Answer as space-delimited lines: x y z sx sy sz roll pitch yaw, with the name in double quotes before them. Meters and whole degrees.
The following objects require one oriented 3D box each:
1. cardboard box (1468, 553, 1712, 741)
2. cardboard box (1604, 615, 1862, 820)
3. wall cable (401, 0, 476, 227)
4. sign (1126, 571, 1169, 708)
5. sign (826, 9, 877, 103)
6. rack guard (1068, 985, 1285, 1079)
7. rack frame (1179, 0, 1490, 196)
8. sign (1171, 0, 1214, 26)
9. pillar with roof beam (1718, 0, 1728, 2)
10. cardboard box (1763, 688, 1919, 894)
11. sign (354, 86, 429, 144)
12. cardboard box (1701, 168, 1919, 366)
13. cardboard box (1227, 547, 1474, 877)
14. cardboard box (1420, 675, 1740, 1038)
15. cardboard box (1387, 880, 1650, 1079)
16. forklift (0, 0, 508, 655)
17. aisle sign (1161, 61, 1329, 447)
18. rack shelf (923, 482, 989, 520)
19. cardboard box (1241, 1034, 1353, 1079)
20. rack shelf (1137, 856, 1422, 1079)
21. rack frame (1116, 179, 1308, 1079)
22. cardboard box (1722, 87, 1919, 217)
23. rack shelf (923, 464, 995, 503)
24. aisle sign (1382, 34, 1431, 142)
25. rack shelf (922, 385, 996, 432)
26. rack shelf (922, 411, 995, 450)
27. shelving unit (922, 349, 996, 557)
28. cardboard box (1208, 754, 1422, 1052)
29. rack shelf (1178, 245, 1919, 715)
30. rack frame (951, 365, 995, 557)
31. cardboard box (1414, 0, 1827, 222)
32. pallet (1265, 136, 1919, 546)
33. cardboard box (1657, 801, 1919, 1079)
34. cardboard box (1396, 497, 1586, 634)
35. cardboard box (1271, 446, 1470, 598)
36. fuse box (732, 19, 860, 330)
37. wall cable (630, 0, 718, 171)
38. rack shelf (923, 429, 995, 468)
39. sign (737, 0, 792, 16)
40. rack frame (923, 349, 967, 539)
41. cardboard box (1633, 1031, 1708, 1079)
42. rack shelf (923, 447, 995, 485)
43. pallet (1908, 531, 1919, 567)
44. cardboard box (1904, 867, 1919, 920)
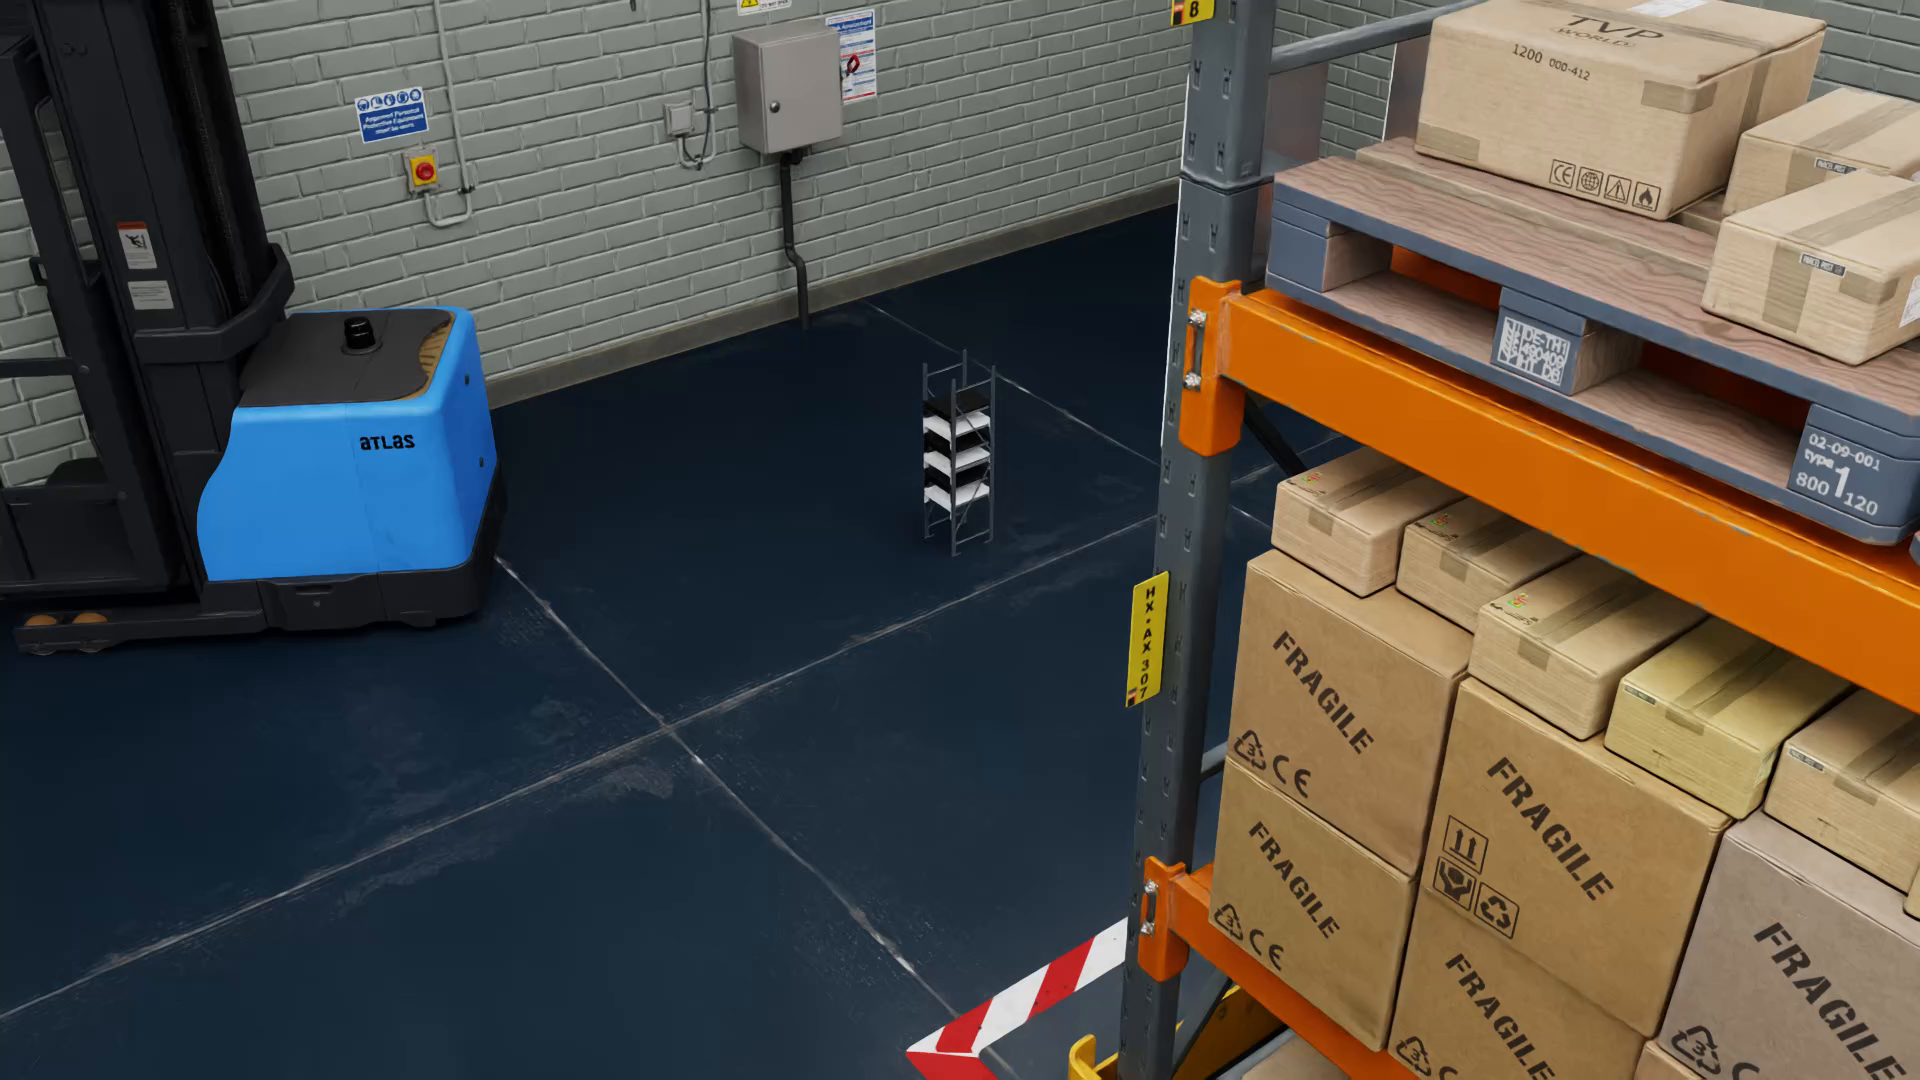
"cardboard box" 1.138 0.172 2.972 0.380 0.149 0.250 -21 38 -30
"cardboard box" 1.314 0.276 2.805 0.380 0.149 0.250 -24 39 -33
"wall cable" -2.623 -2.342 7.684 0.585 1.953 0.123 -22 38 -31
"sign" 0.411 0.221 3.655 0.100 0.325 0.005 -22 38 -31
"sign" -0.611 -2.721 9.378 0.329 0.494 0.001 -22 38 -31
"rack guard" 0.839 1.498 4.865 1.175 0.500 0.348 -22 38 -31
"rack frame" 0.853 -2.103 2.606 1.000 3.000 0.127 -22 38 -31
"sign" 0.411 -1.056 2.861 0.100 0.325 0.005 -22 38 -31
"pillar with roof beam" 0.430 -3.733 5.231 9.100 9.000 0.400 -22 38 -31
"cardboard box" 1.516 0.368 2.657 0.380 0.149 0.250 -22 38 -31
"sign" -2.699 -2.021 7.905 0.327 0.218 0.001 -22 38 -31
"cardboard box" 1.339 -0.415 2.477 0.380 0.149 0.250 -21 37 -30
"cardboard box" 0.923 0.271 3.428 0.500 0.500 0.500 -23 39 -32
"cardboard box" 1.245 0.484 3.085 0.500 0.500 0.500 -23 39 -33
"cardboard box" 1.253 0.898 3.366 0.500 0.500 0.500 -23 38 -32
"forklift" -3.613 -1.055 6.671 3.031 2.935 1.130 -3 32 -5
"aisle sign" 0.580 -0.595 3.400 0.394 0.787 0.004 -22 38 -31
"rack shelf" -0.005 -0.204 7.631 0.258 0.077 0.200 -22 38 -31
"cardboard box" 1.337 1.599 4.364 0.875 0.438 0.875 -24 39 -33
"rack shelf" 2.080 1.585 3.037 1.077 0.370 4.000 -22 38 -31
"rack frame" 0.853 0.446 4.189 1.000 3.000 0.127 -22 38 -31
"cardboard box" 1.521 -0.635 2.832 0.380 0.149 0.250 -26 40 -35
"rack shelf" -0.005 -0.281 7.583 0.258 0.077 0.200 -22 38 -31
"aisle sign" 1.054 -0.789 3.713 0.394 0.787 0.004 -22 38 -31
"rack shelf" -0.005 -0.587 7.393 0.258 0.077 0.200 -22 38 -31
"rack shelf" -0.005 -0.510 7.441 0.258 0.077 0.200 -22 38 -31
"shelving unit" -0.005 -0.386 7.518 0.258 0.900 0.210 -22 38 -31
"cardboard box" 0.921 0.696 3.691 0.500 0.500 0.500 -23 38 -32
"rack shelf" 2.080 0.311 2.245 1.077 0.370 4.000 -22 38 -31
"rack frame" 0.057 -0.343 7.450 0.240 0.900 0.006 -22 38 -31
"cardboard box" 1.200 -0.827 3.045 0.500 0.250 0.500 -26 40 -36
"pallet" 1.316 -0.485 2.929 1.003 0.211 1.213 -22 38 -31
"cardboard box" 1.567 0.696 2.744 0.500 0.500 0.500 -23 38 -32
"cardboard box" 1.069 0.027 3.207 0.380 0.149 0.250 -21 38 -30
"cardboard box" 0.852 -0.059 3.345 0.380 0.149 0.250 -21 38 -30
"fuse box" -0.874 -1.968 9.297 0.539 1.711 0.414 -22 38 -31
"wall cable" -1.510 -2.792 8.439 0.588 1.984 0.122 -22 38 -31
"rack shelf" -0.005 -0.434 7.488 0.258 0.077 0.200 -22 38 -31
"sign" -1.045 -2.935 8.849 0.339 0.242 0.001 -22 38 -31
"rack frame" -0.067 -0.428 7.586 0.240 0.900 0.006 -22 38 -31
"cardboard box" 1.551 1.116 3.016 0.500 0.500 0.500 -23 38 -32
"rack shelf" -0.005 -0.357 7.536 0.258 0.077 0.200 -22 38 -31
"pallet" 2.069 0.024 2.110 1.003 0.211 1.213 -22 38 -31
"cardboard box" 1.636 0.486 2.467 0.380 0.149 0.250 -22 38 -31
